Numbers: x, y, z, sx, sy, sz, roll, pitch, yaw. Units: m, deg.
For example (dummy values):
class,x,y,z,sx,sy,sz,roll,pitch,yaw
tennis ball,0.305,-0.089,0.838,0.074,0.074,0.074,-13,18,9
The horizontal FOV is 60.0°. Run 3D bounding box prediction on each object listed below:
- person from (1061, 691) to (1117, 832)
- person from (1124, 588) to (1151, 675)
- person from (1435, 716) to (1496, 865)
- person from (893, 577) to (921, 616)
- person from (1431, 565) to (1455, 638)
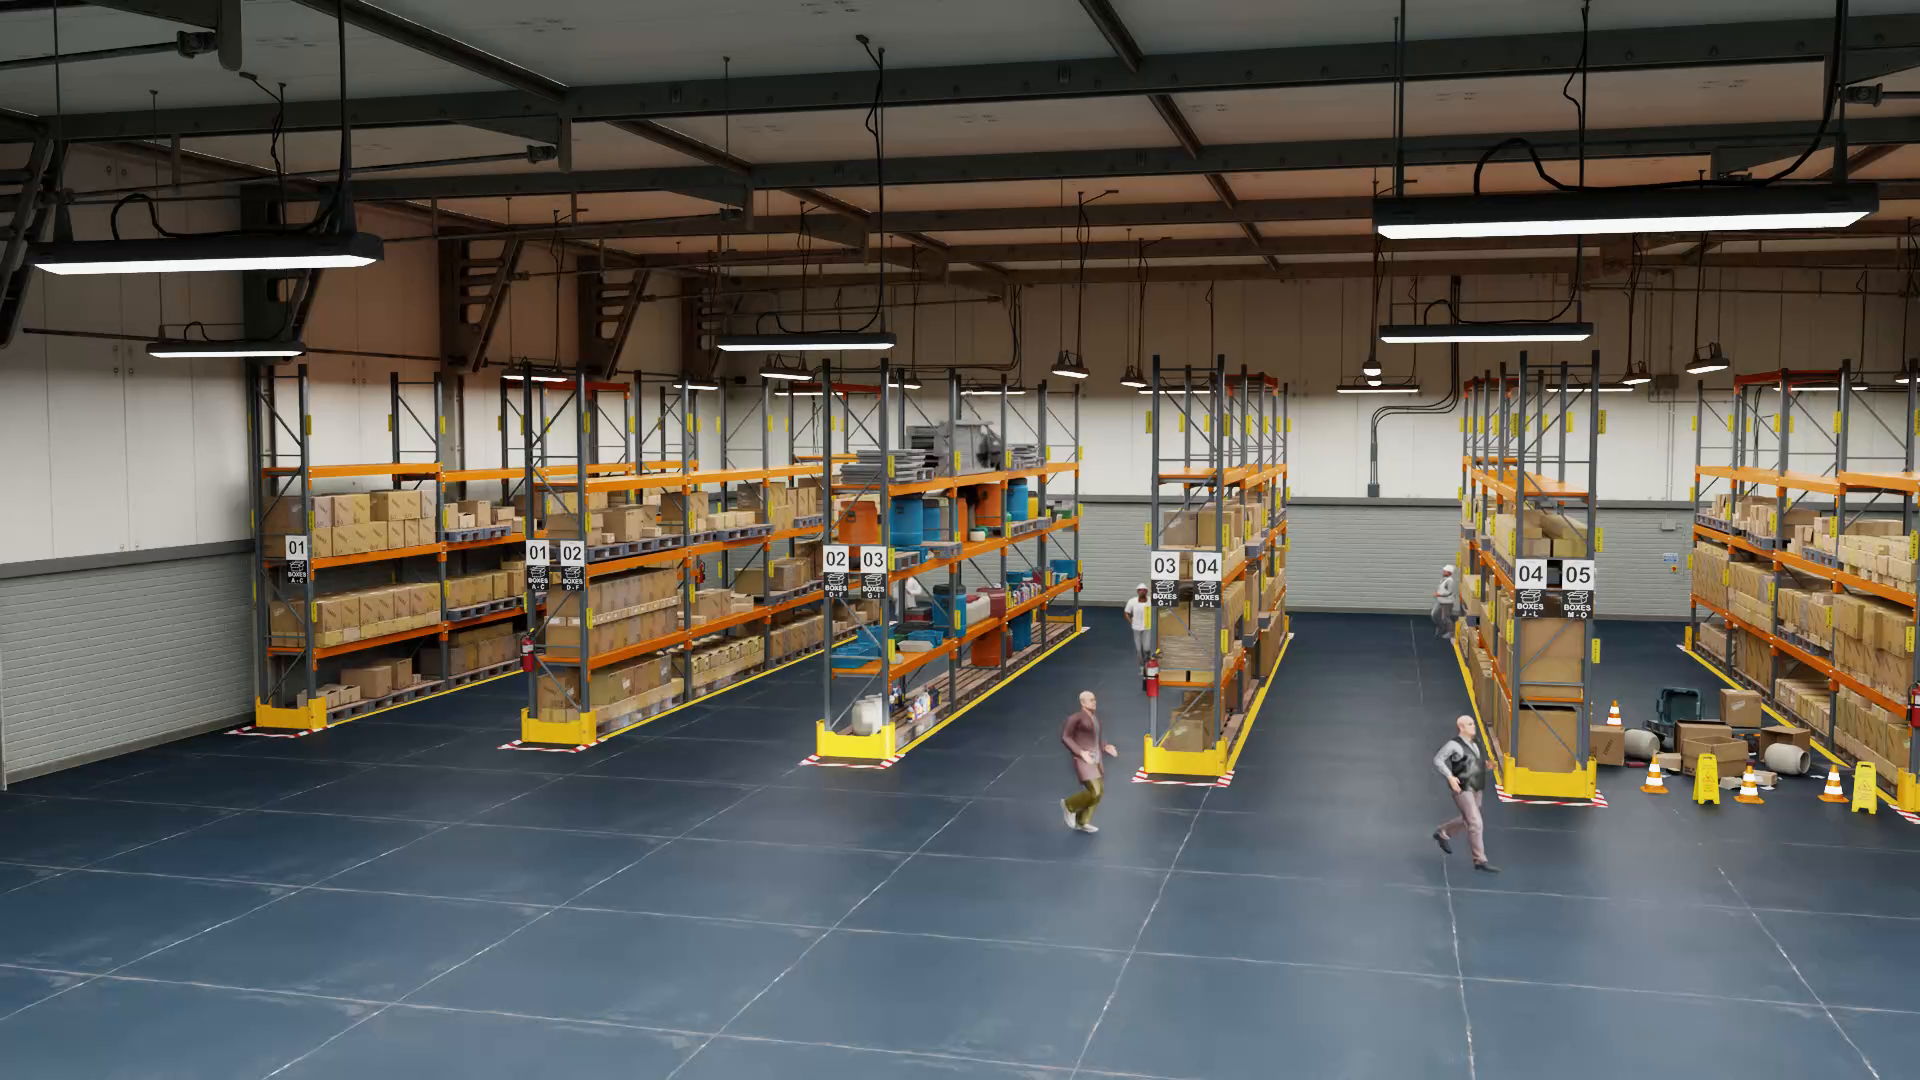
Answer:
class,x,y,z,sx,sy,sz,roll,pitch,yaw
person,1.609,2.725,20.406,0.536,1.732,0.649,3,5,36
person,3.420,1.760,31.282,0.698,1.645,0.579,1,4,16
person,5.655,2.803,18.812,0.513,1.643,0.808,-3,5,-39
person,-1.199,1.603,37.525,0.682,1.610,1.001,0,4,7
person,11.398,1.452,38.992,0.614,1.772,0.656,-1,4,-12
